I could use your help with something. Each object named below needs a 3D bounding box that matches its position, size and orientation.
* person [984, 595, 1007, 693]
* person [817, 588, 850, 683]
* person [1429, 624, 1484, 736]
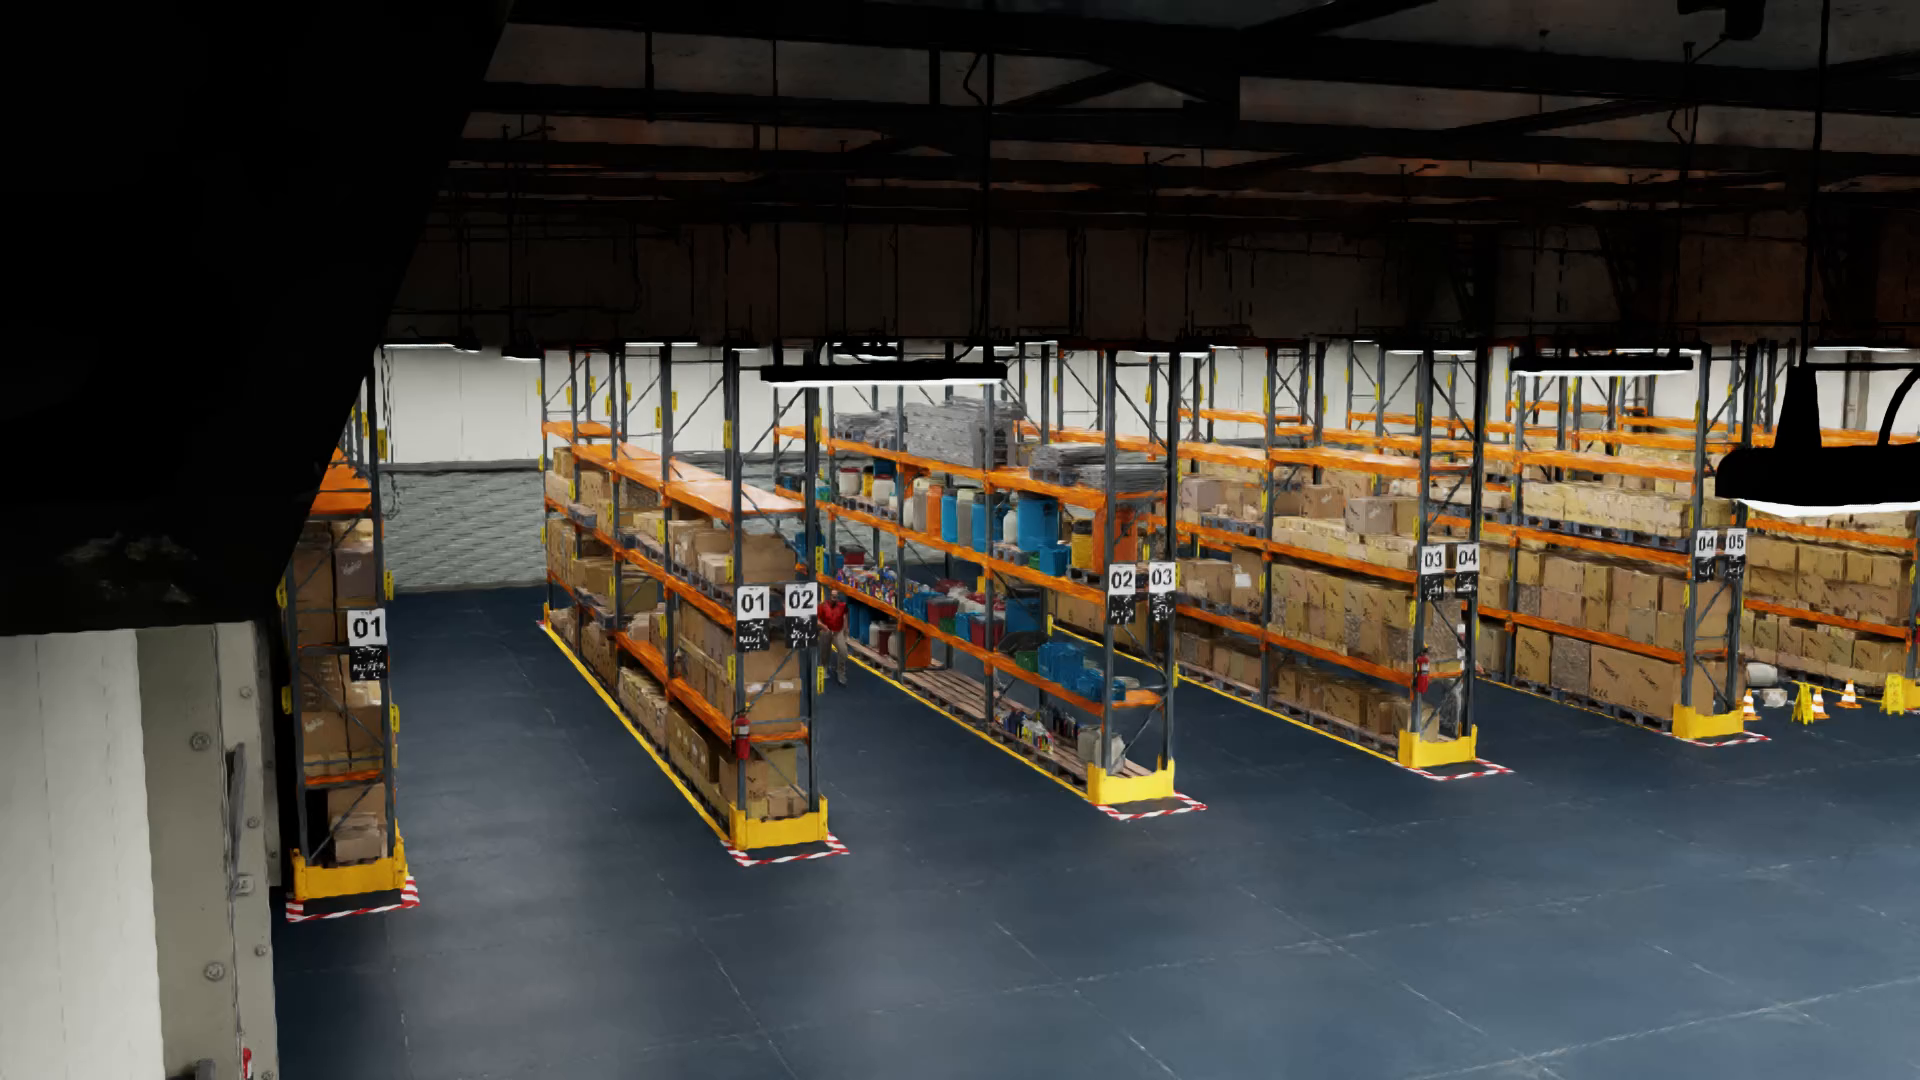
[{"bbox_3d":[0.620,1.782,28.601,0.569,1.653,0.546,-4,8,-25],"label":"person"},{"bbox_3d":[-2.255,1.672,29.553,0.695,1.671,0.837,-2,8,-16],"label":"person"},{"bbox_3d":[7.703,2.129,25.841,0.682,1.707,0.867,-4,8,-27],"label":"person"}]
